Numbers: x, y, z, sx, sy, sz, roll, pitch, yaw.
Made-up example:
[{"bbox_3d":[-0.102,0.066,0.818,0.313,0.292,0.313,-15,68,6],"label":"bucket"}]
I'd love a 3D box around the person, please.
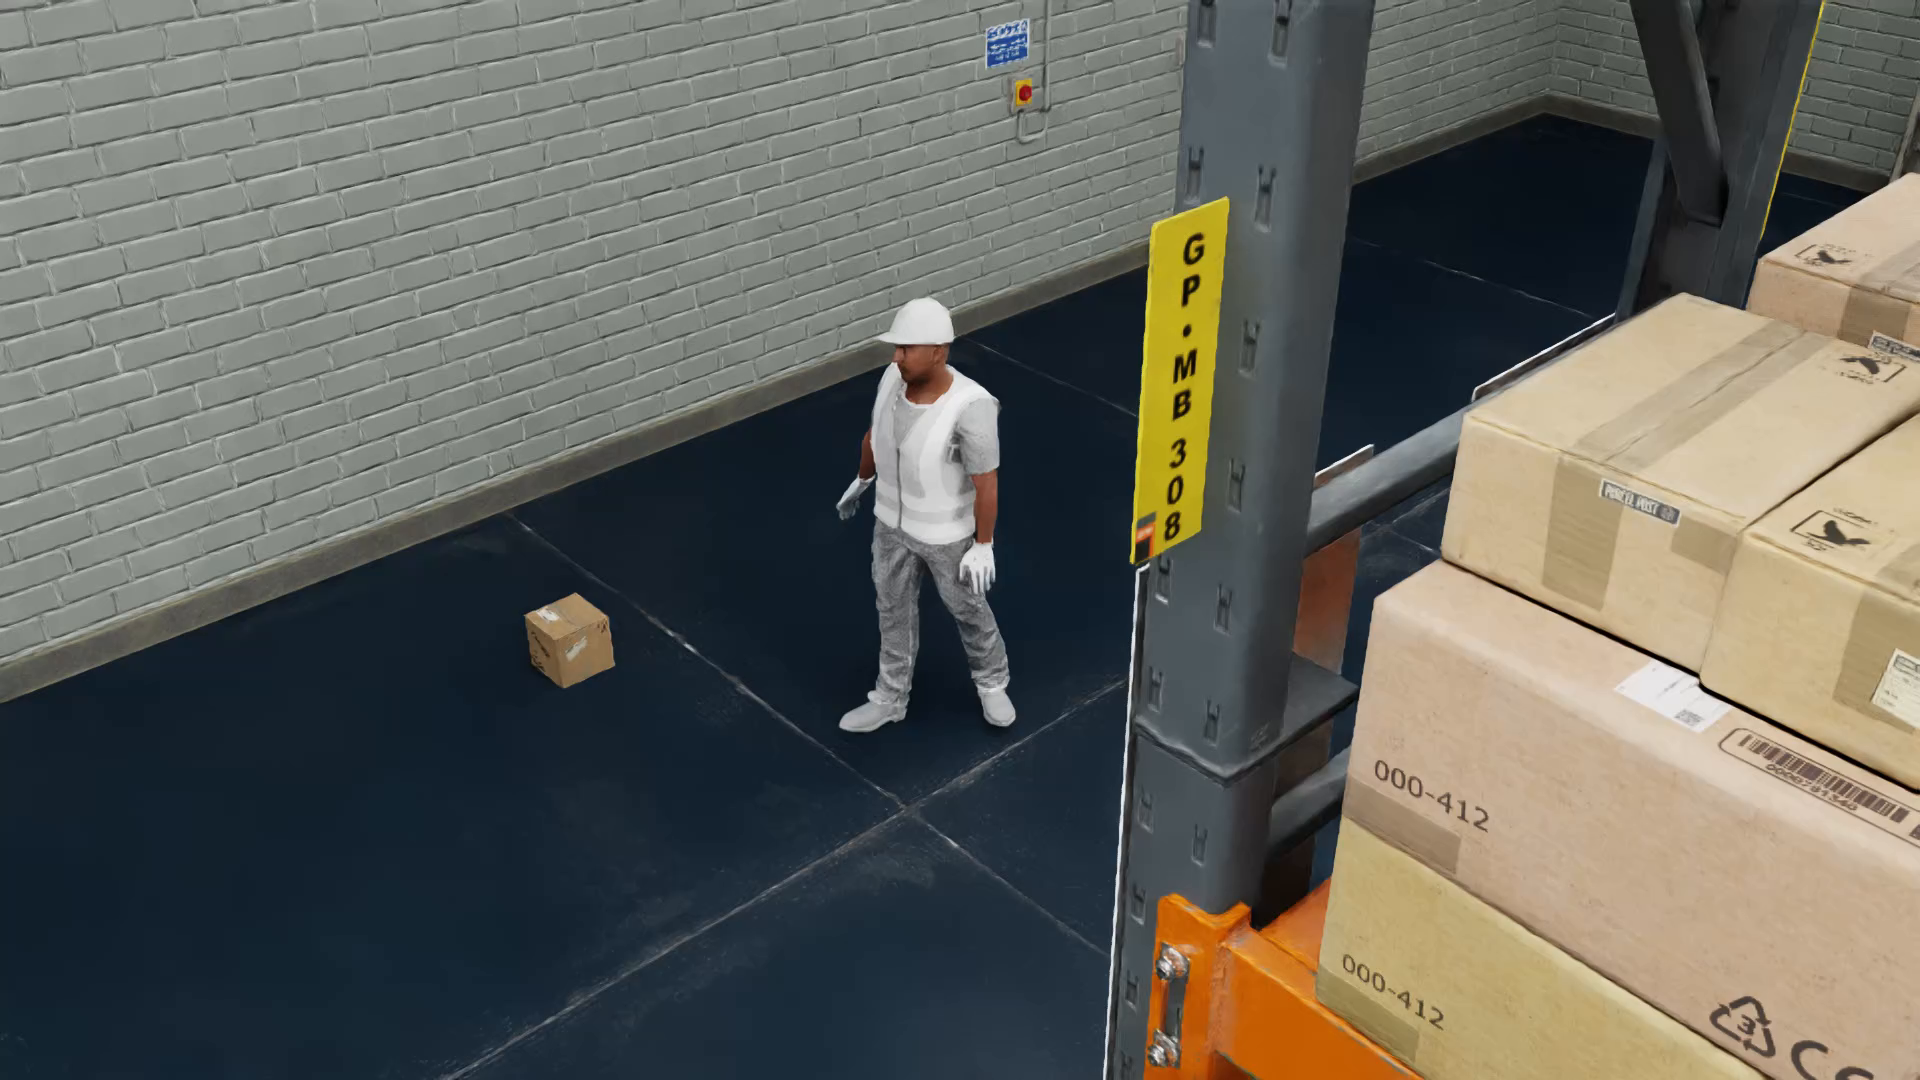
[{"bbox_3d":[-0.175,-0.070,6.222,0.765,1.788,0.635,23,38,32],"label":"person"}]
